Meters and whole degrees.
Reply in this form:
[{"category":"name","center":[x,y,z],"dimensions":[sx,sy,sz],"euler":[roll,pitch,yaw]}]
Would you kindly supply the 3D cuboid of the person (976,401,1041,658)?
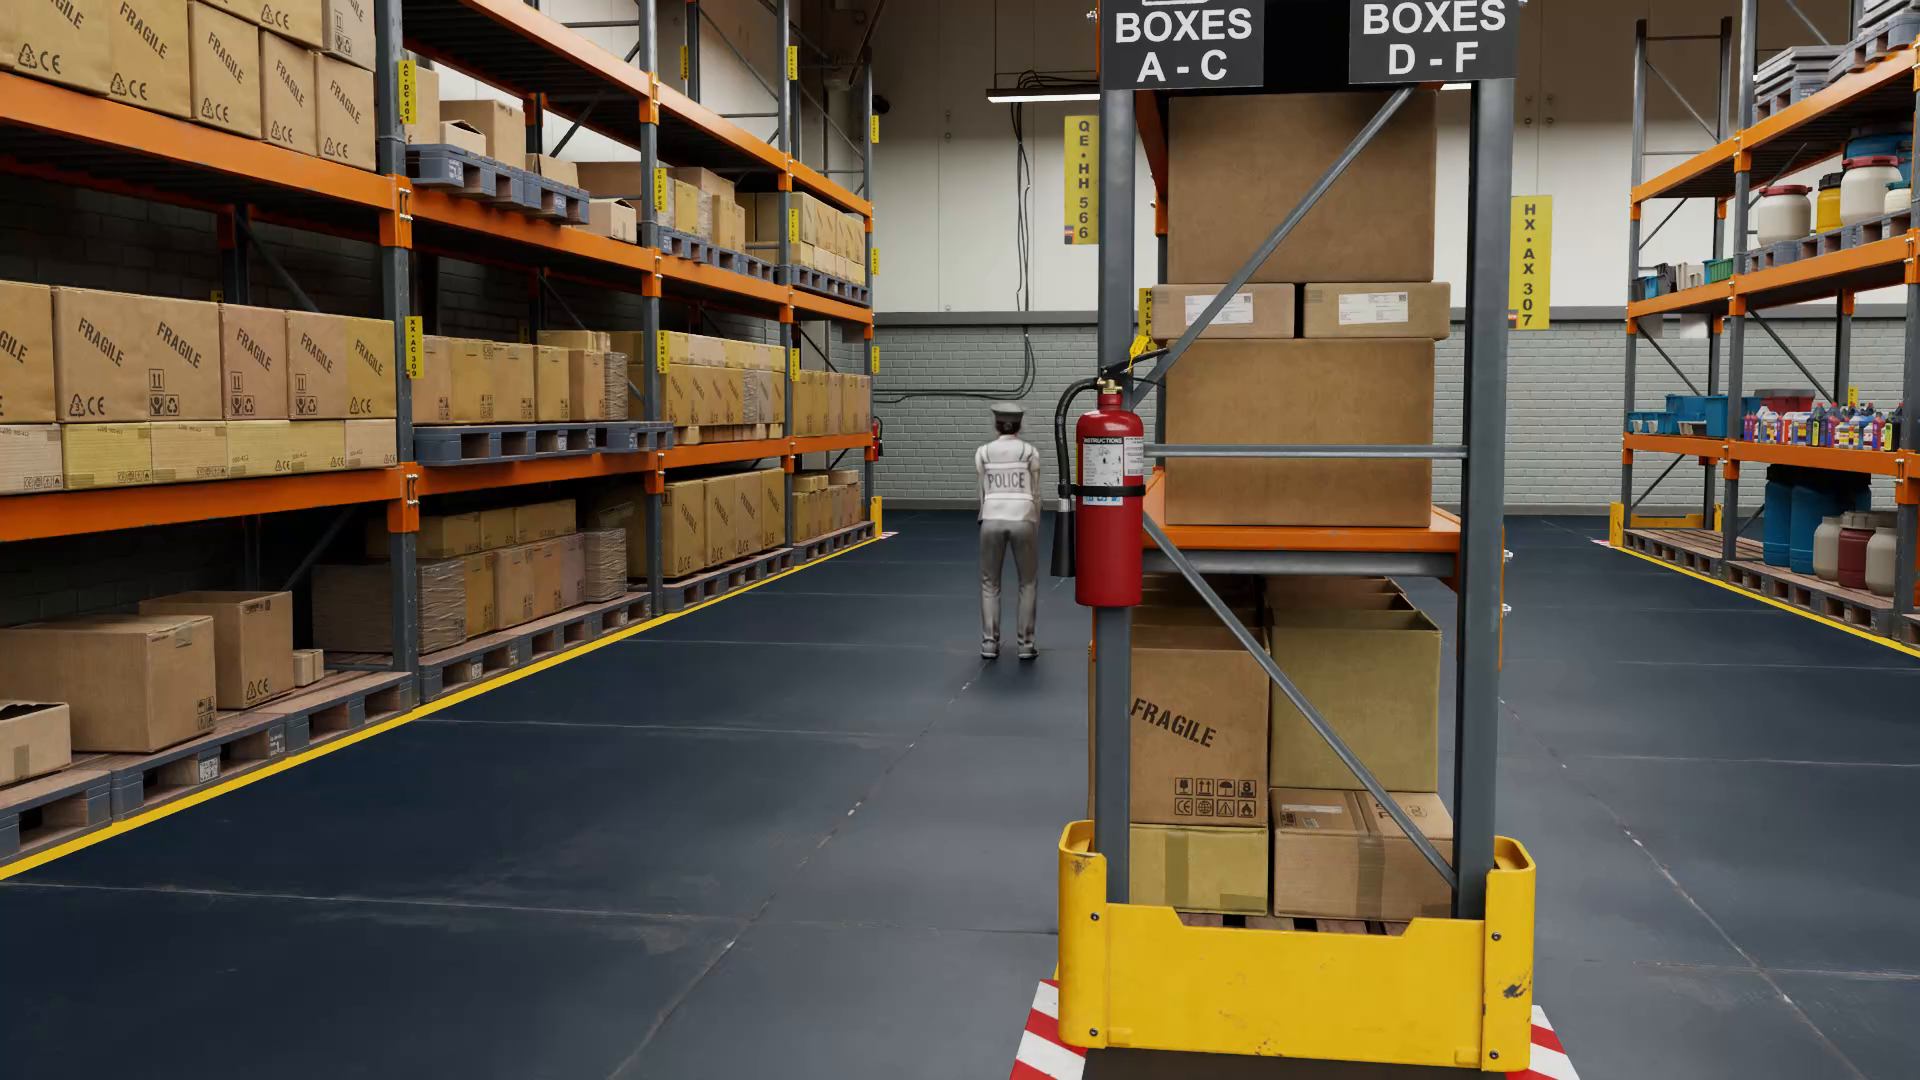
[{"category":"person","center":[0.315,-0.069,10.815],"dimensions":[0.416,1.663,0.544],"euler":[1,5,8]}]
